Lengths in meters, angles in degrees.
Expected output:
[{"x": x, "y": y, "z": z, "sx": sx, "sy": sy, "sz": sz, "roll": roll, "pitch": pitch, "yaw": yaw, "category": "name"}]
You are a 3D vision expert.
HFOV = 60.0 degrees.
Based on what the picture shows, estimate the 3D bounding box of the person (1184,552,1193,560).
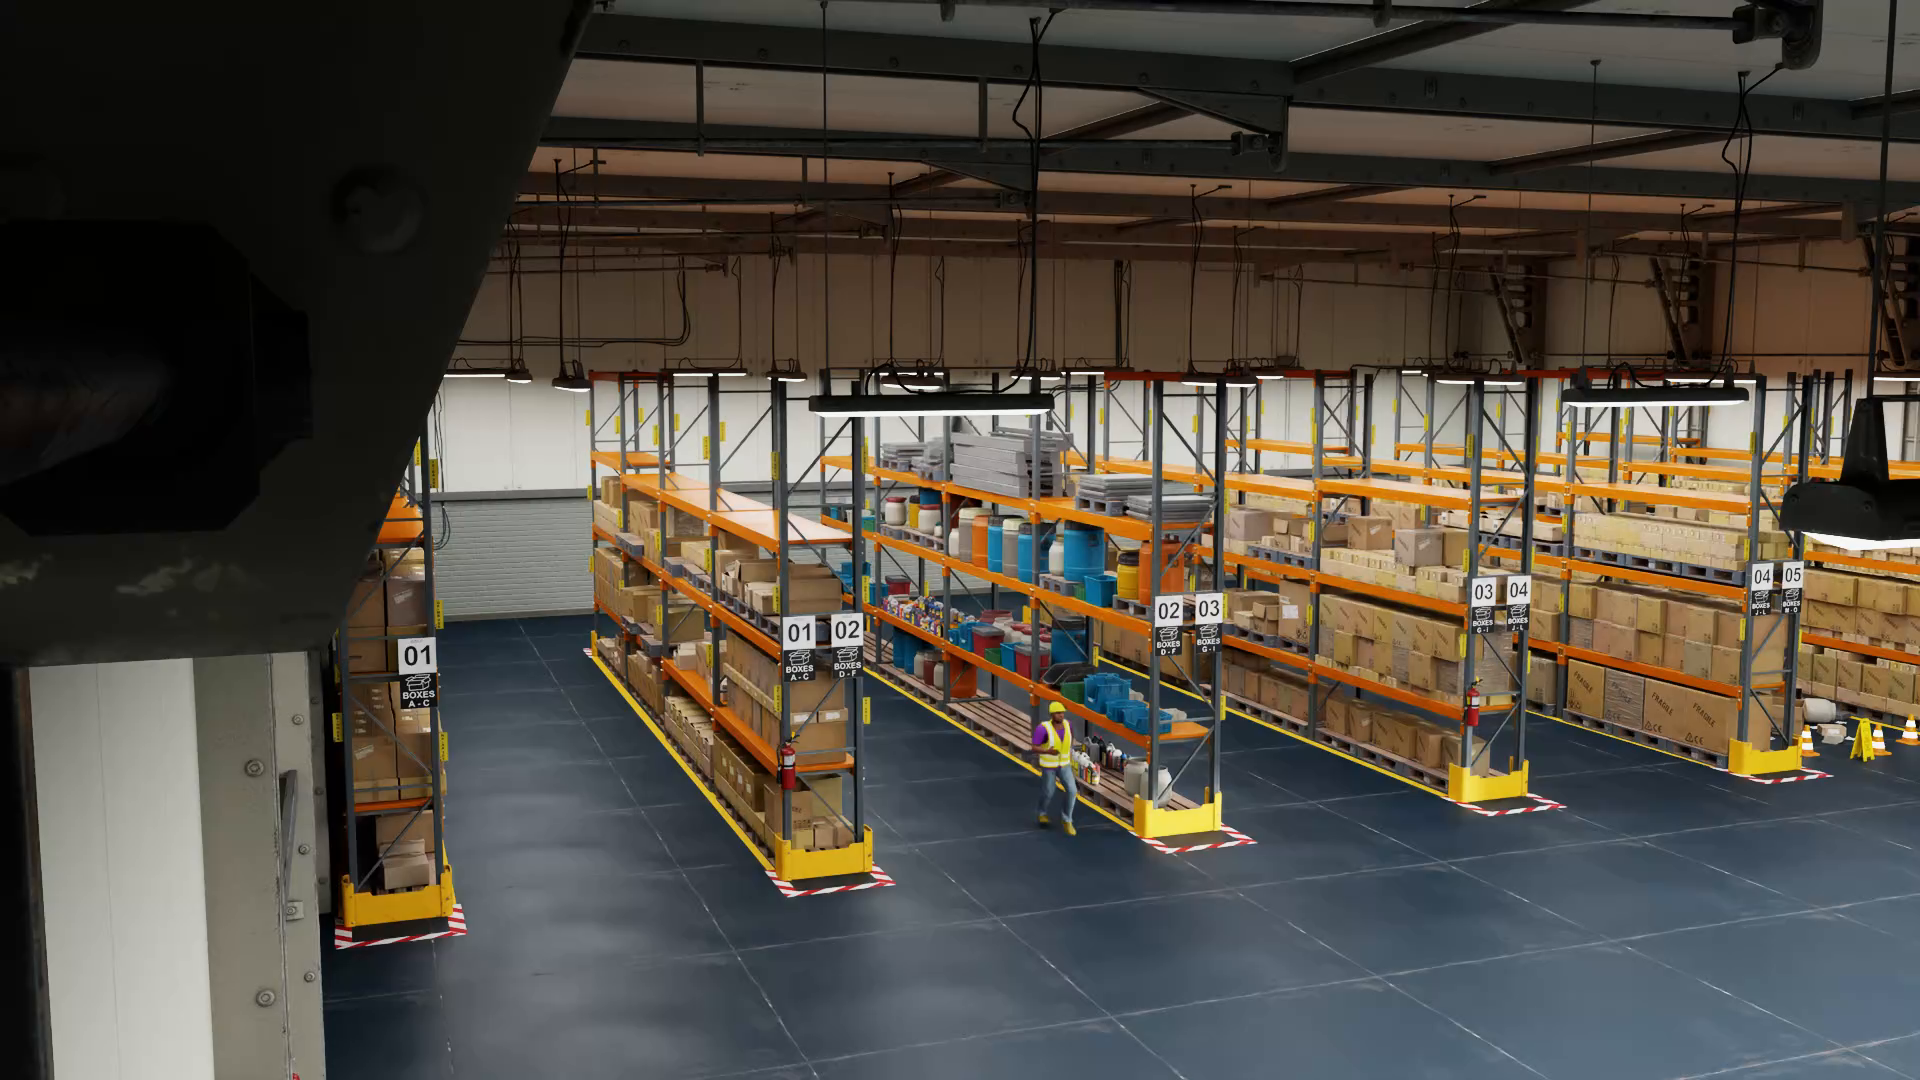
[{"x": 5.503, "y": 0.947, "z": 40.688, "sx": 0.885, "sy": 1.693, "sz": 0.710, "roll": -4, "pitch": 8, "yaw": -34, "category": "person"}]

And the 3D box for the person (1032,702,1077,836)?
[{"x": 1.254, "y": 3.012, "z": 22.091, "sx": 0.710, "sy": 1.789, "sz": 0.817, "roll": -3, "pitch": 7, "yaw": -22, "category": "person"}]
